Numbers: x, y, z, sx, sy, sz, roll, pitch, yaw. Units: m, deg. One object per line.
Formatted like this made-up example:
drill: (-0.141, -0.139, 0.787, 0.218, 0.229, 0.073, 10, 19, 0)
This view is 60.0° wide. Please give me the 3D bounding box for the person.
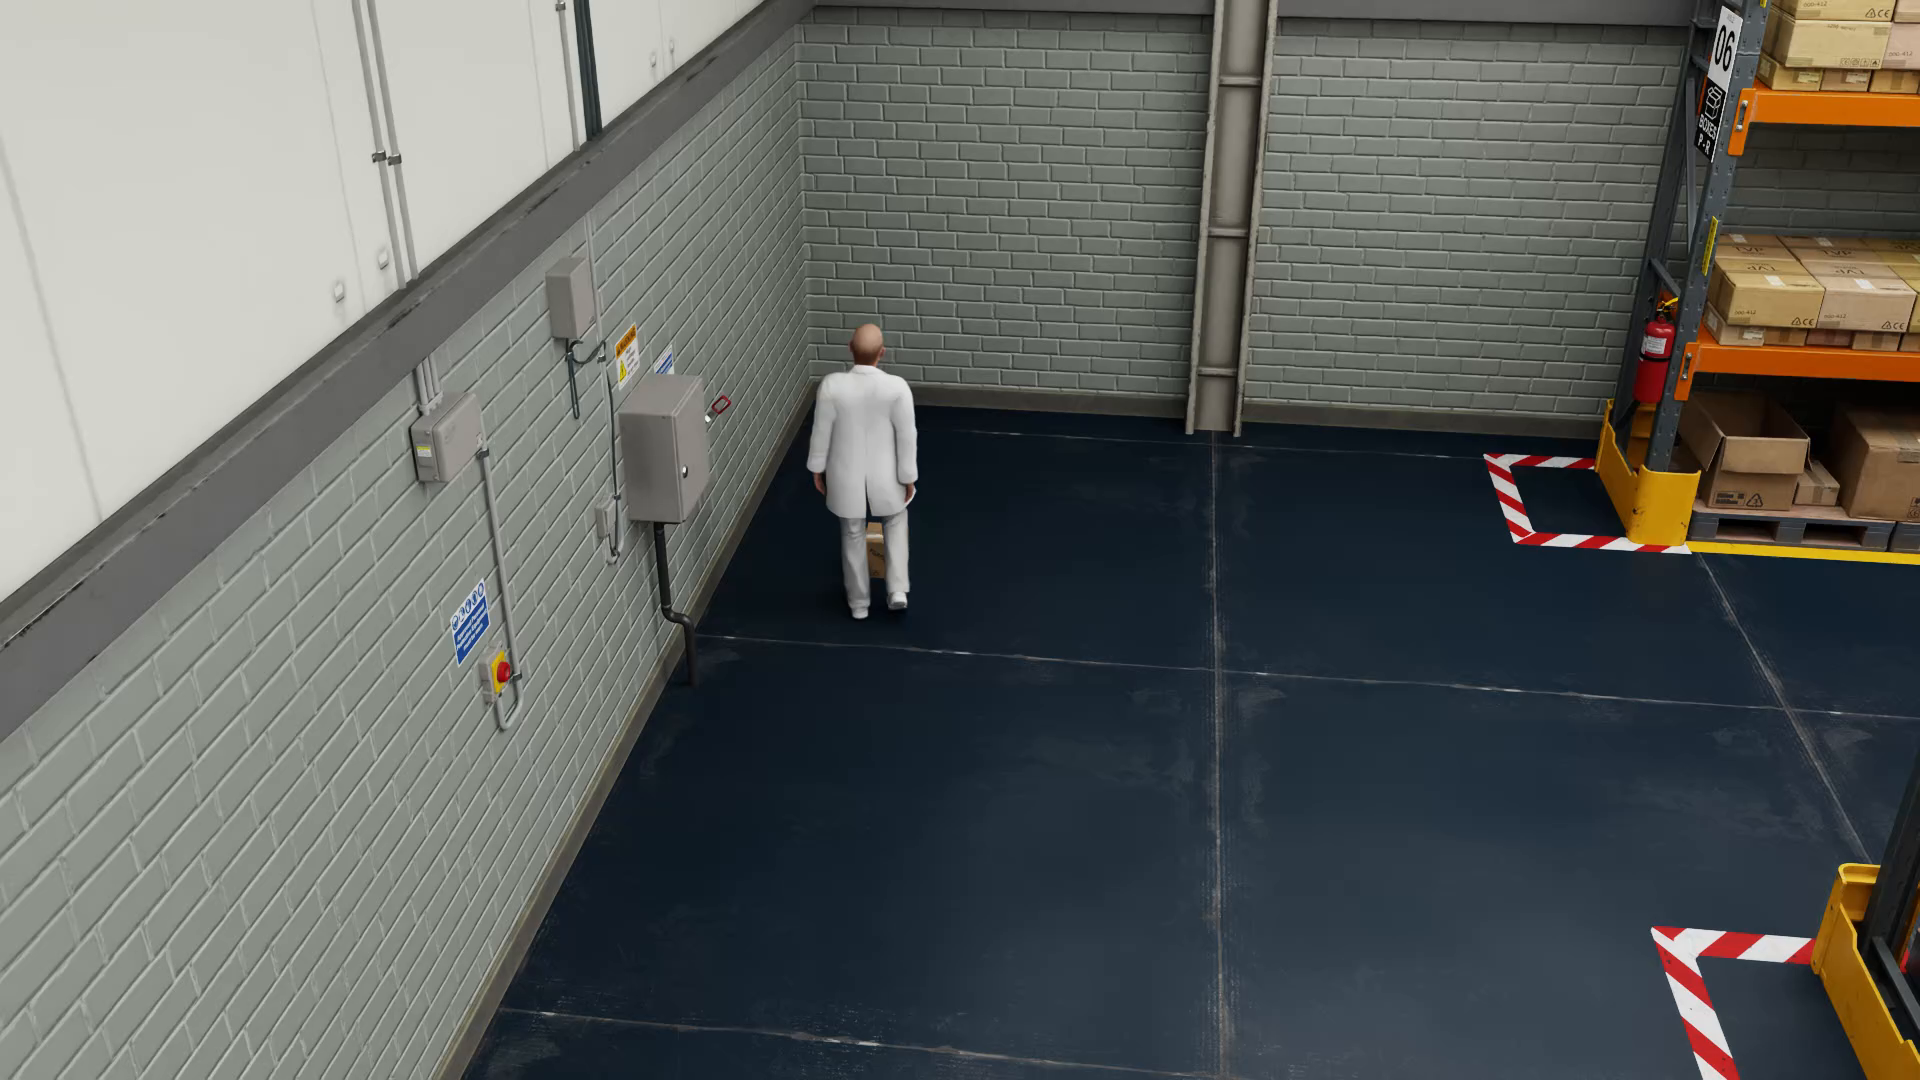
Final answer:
person: (-0.535, -0.375, 9.345, 0.563, 1.774, 0.398, 4, 28, 8)
